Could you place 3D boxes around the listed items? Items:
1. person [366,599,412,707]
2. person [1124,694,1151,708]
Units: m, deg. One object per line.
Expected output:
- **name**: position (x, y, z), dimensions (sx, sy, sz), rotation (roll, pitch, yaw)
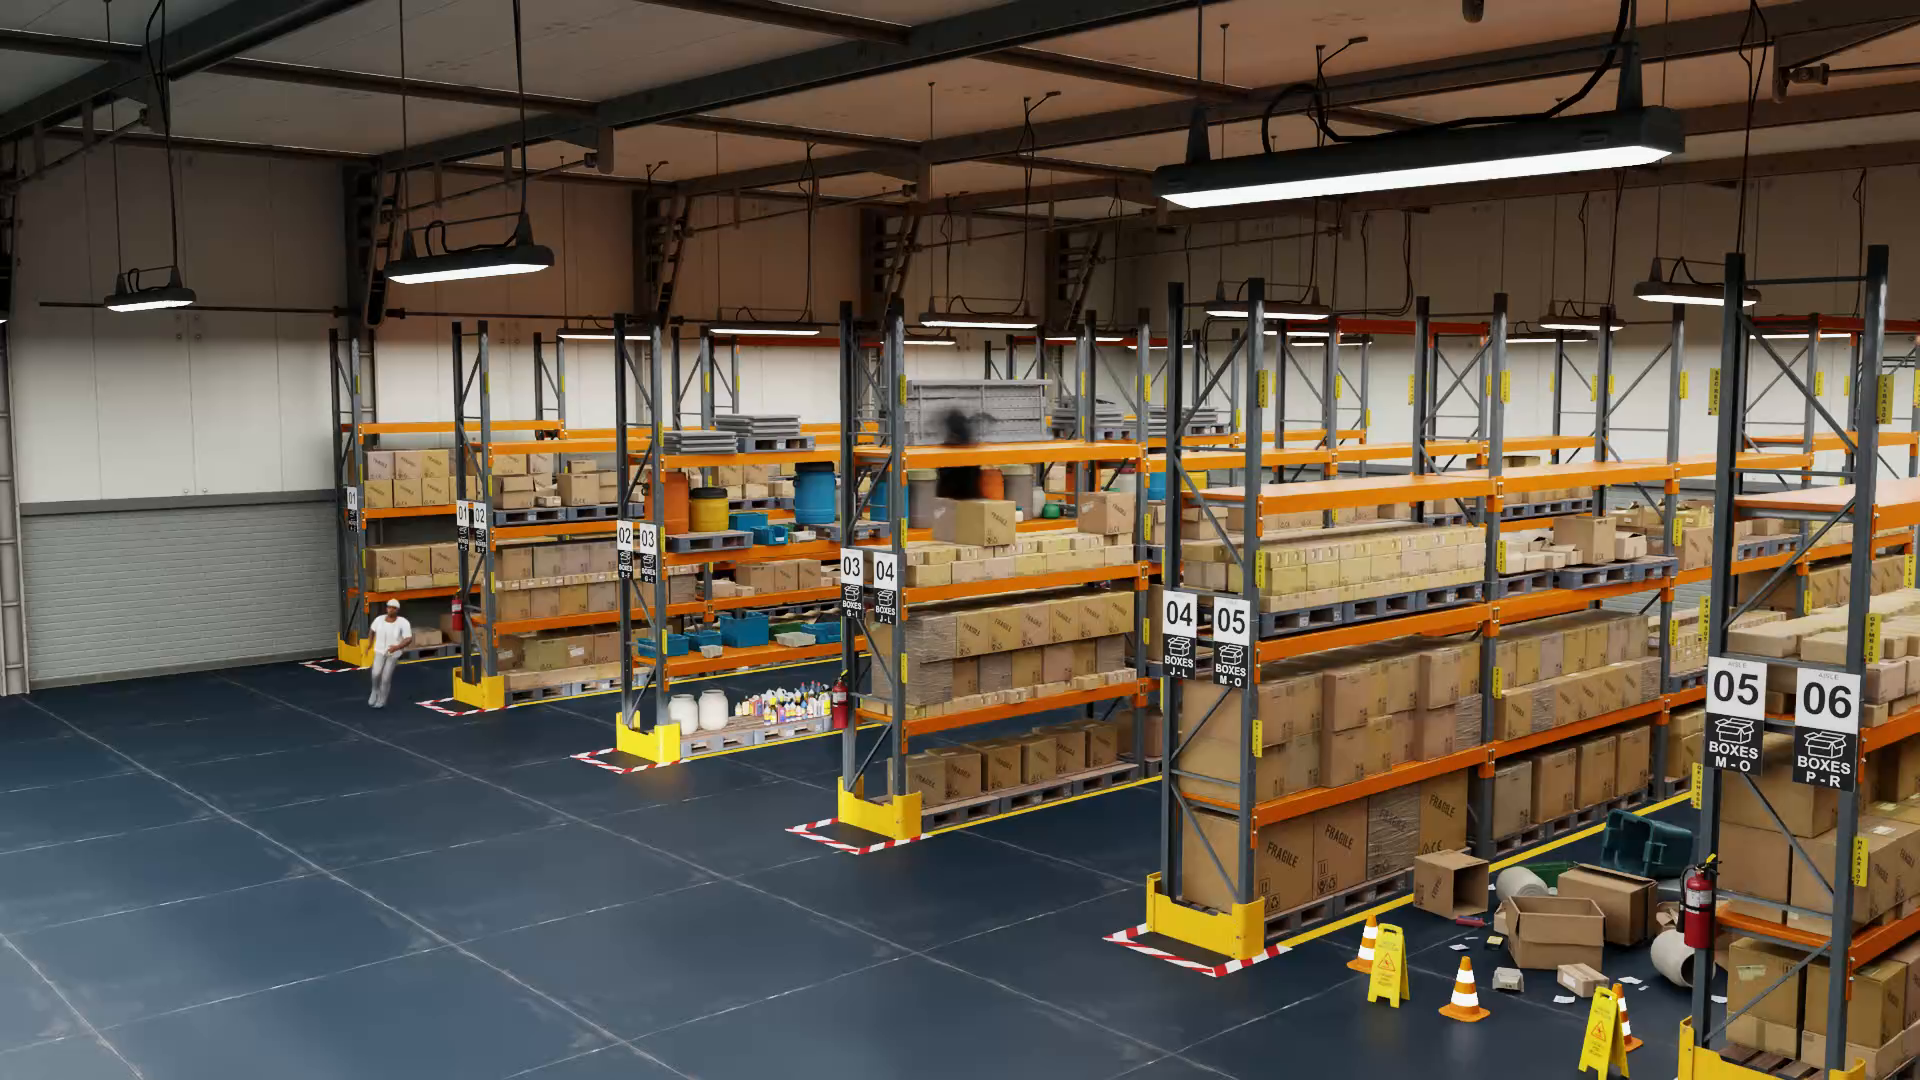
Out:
- **person**: position (-8.868, 1.764, 25.753), dimensions (0.730, 1.697, 0.633), rotation (-1, 6, -5)
- **person**: position (2.592, 1.941, 24.326), dimensions (0.571, 1.648, 0.612), rotation (-5, 8, -43)
